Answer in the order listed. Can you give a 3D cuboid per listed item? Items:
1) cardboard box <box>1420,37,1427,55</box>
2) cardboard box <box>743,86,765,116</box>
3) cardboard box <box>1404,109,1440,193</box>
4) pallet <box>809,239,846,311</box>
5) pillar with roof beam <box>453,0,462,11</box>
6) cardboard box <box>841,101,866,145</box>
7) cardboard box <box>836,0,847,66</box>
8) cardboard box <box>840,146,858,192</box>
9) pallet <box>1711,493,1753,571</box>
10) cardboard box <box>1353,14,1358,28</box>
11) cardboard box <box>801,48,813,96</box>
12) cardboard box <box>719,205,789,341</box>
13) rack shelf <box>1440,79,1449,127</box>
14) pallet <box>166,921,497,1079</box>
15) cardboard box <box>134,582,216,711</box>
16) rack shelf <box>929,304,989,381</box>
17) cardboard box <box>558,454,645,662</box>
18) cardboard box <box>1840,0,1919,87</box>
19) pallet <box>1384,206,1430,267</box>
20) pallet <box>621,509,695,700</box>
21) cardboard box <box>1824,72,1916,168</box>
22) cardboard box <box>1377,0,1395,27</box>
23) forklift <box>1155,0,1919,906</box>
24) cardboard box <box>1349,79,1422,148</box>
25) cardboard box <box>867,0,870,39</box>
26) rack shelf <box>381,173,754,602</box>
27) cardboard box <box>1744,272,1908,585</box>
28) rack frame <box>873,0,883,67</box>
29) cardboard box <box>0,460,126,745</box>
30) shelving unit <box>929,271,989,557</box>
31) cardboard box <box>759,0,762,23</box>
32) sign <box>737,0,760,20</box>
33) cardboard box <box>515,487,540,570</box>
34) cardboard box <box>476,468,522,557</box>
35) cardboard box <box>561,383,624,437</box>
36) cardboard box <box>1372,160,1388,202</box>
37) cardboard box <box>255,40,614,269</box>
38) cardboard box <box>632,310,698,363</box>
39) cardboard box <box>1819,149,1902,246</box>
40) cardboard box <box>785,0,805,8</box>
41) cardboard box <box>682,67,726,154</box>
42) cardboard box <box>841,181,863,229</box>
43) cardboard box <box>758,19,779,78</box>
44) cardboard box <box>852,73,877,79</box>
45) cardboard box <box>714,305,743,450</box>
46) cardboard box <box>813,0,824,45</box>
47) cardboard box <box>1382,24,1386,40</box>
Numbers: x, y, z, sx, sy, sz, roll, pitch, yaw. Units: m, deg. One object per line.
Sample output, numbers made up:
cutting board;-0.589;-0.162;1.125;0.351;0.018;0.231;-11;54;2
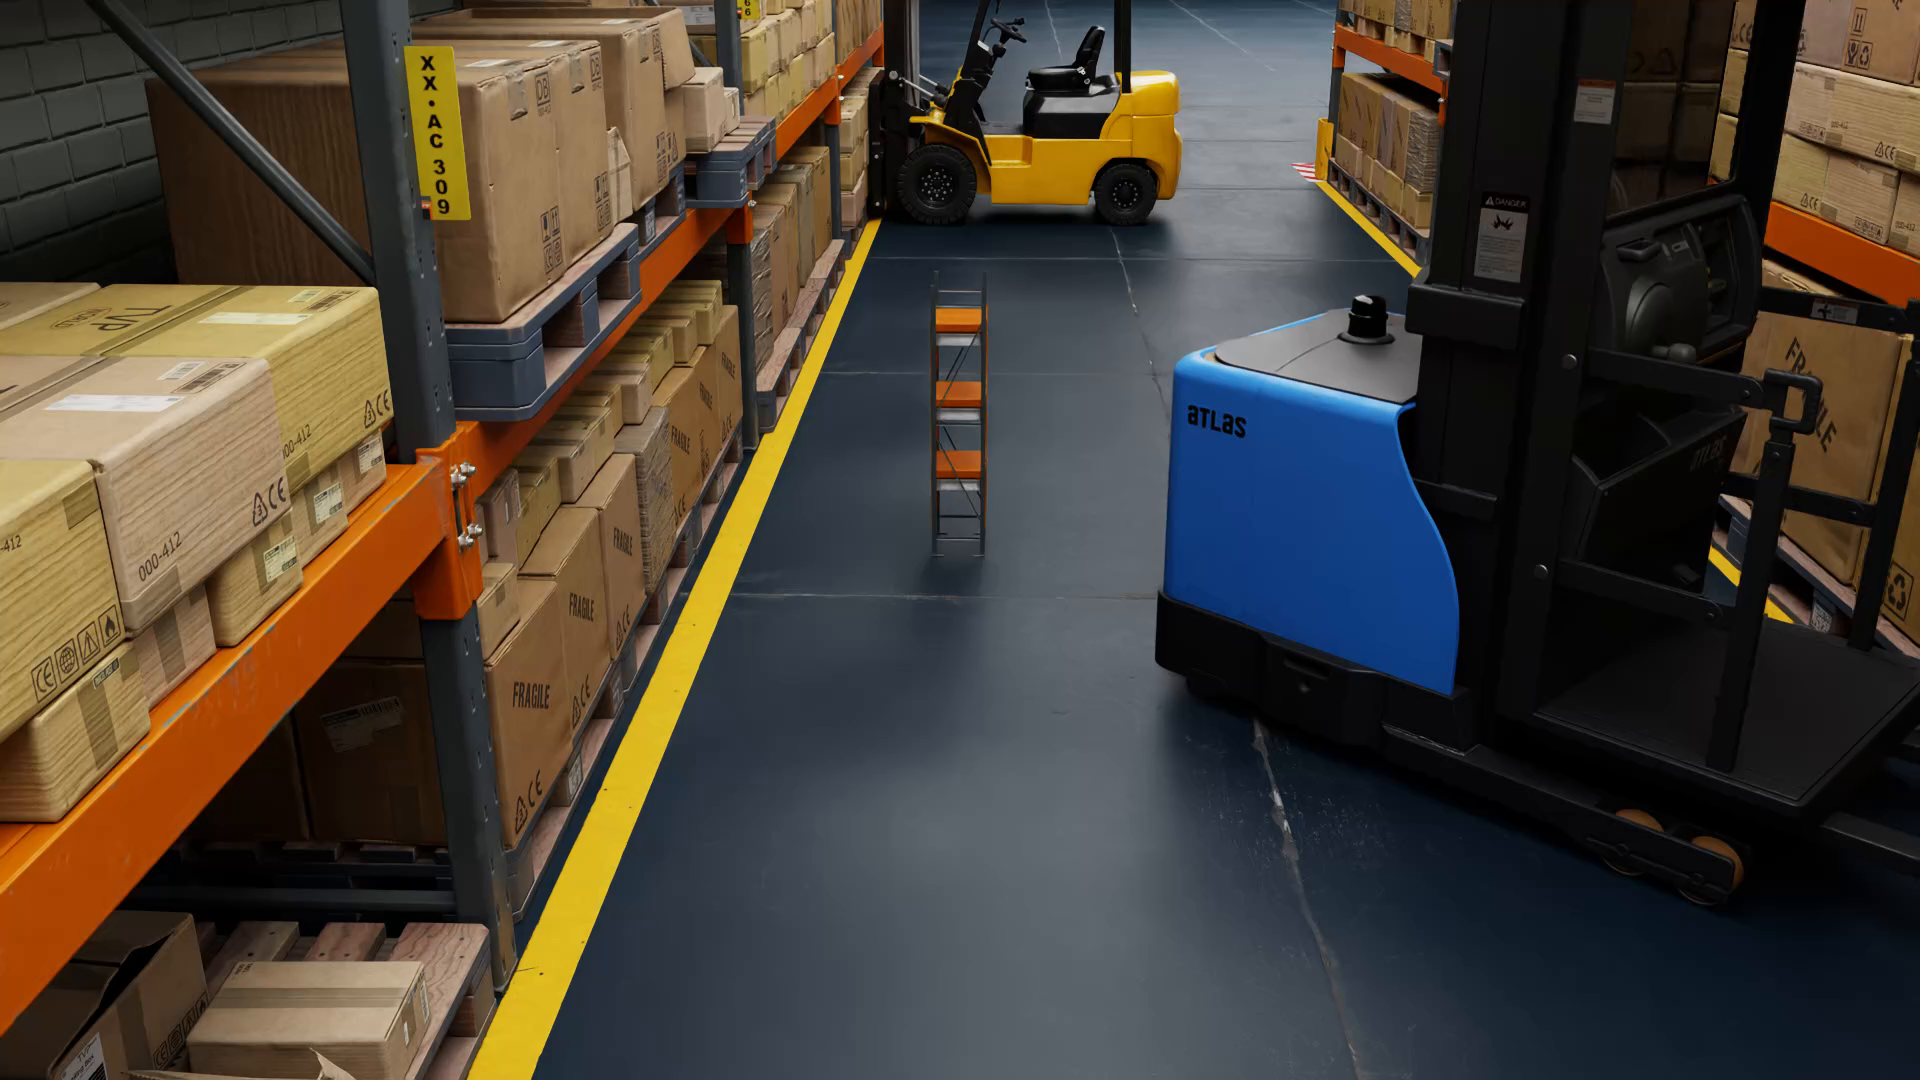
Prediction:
cardboard box;3.471;-3.492;11.730;0.380;0.149;0.250;0;21;1
cardboard box;-1.168;-1.911;7.515;0.500;0.250;0.500;1;21;2
cardboard box;3.407;-2.697;11.516;0.500;0.500;0.500;0;21;1
pallet;-1.287;-1.703;10.625;1.003;0.211;1.213;1;21;2
pillar with roof beam;2.016;-5.054;7.114;9.100;9.000;0.400;1;21;2
cardboard box;-0.950;-3.006;11.967;0.500;0.250;0.500;1;21;2
cardboard box;-1.030;-3.474;11.197;0.500;0.500;0.500;0;21;0
cardboard box;-0.981;-2.588;11.582;0.500;0.250;0.500;1;21;1
pallet;3.437;-0.186;6.716;1.003;0.211;1.213;1;21;2
cardboard box;3.562;-4.425;14.133;0.380;0.149;0.250;1;21;2
cardboard box;-1.113;-2.653;9.428;0.500;0.250;0.500;1;21;2
cardboard box;-1.381;-1.374;8.625;0.875;0.625;0.625;1;21;3
rack shelf;3.597;-2.158;8.938;1.077;0.370;4.000;1;21;2
pallet;-1.569;1.171;3.218;1.003;0.211;1.213;1;21;2
cardboard box;-1.310;0.141;2.365;0.380;0.149;0.250;1;21;3
rack shelf;-0.002;-0.725;6.190;0.215;0.259;0.240;1;21;2
cardboard box;-1.282;0.047;5.136;0.500;0.500;0.500;0;21;0
cardboard box;3.240;-1.741;5.348;0.500;0.500;0.500;1;21;3
pallet;3.643;-2.159;11.803;1.003;0.211;1.213;1;21;2
pallet;-1.526;0.186;5.757;1.003;0.211;1.213;1;21;2
cardboard box;3.229;-1.386;5.470;0.500;0.250;0.500;1;21;1
cardboard box;3.453;-4.124;12.462;0.500;0.500;0.500;0;21;1
forklift;2.026;-0.663;4.187;3.031;2.935;1.130;20;29;41
cardboard box;3.466;-3.440;13.431;0.500;0.500;0.500;0;21;0
cardboard box;-0.975;-4.209;13.091;0.500;0.500;0.500;0;21;1
rack shelf;-1.487;-0.765;5.348;1.077;0.370;4.000;1;21;2
cardboard box;3.400;-0.404;5.780;0.875;0.875;0.875;1;21;2
rack frame;-1.182;-4.716;14.536;1.000;3.000;0.127;1;21;2
cardboard box;-1.348;0.103;1.914;0.500;0.250;0.500;0;21;1
shelving unit;-0.002;-0.470;6.289;0.215;1.050;0.252;1;21;2
cardboard box;-1.133;-2.474;7.723;0.380;0.149;0.250;1;21;3
sign;-0.883;-2.324;6.879;0.100;0.325;0.005;1;21;2
cardboard box;-1.343;-0.030;4.439;0.380;0.149;0.250;0;21;-1
cardboard box;-1.311;-0.070;4.129;0.380;0.149;0.250;0;21;-1
cardboard box;-1.314;-0.407;5.410;0.380;0.149;0.250;1;21;2
cardboard box;3.433;-2.723;12.621;0.500;0.250;0.500;1;21;2
cardboard box;-1.293;-0.979;4.187;0.700;0.500;0.500;1;21;2
cardboard box;-1.217;-0.781;6.373;0.380;0.149;0.250;0;21;0
cardboard box;3.250;-1.150;5.554;0.500;0.250;0.500;1;21;3
cardboard box;-1.032;-2.934;8.908;0.380;0.149;0.250;0;21;0
cardboard box;-1.134;-1.564;6.040;0.500;0.250;0.500;0;21;-1
cardboard box;-0.958;-2.355;11.671;0.500;0.250;0.500;1;21;2
cardboard box;-1.152;-2.325;7.891;0.500;0.250;0.500;1;21;3
cardboard box;-0.894;-3.741;13.863;0.500;0.250;0.500;1;21;3
cardboard box;-1.224;-0.698;7.057;0.500;0.500;0.500;1;21;3
cardboard box;-1.072;-3.066;9.801;0.500;0.250;0.500;0;21;0
cardboard box;3.503;-3.957;12.928;0.380;0.149;0.250;1;21;3
